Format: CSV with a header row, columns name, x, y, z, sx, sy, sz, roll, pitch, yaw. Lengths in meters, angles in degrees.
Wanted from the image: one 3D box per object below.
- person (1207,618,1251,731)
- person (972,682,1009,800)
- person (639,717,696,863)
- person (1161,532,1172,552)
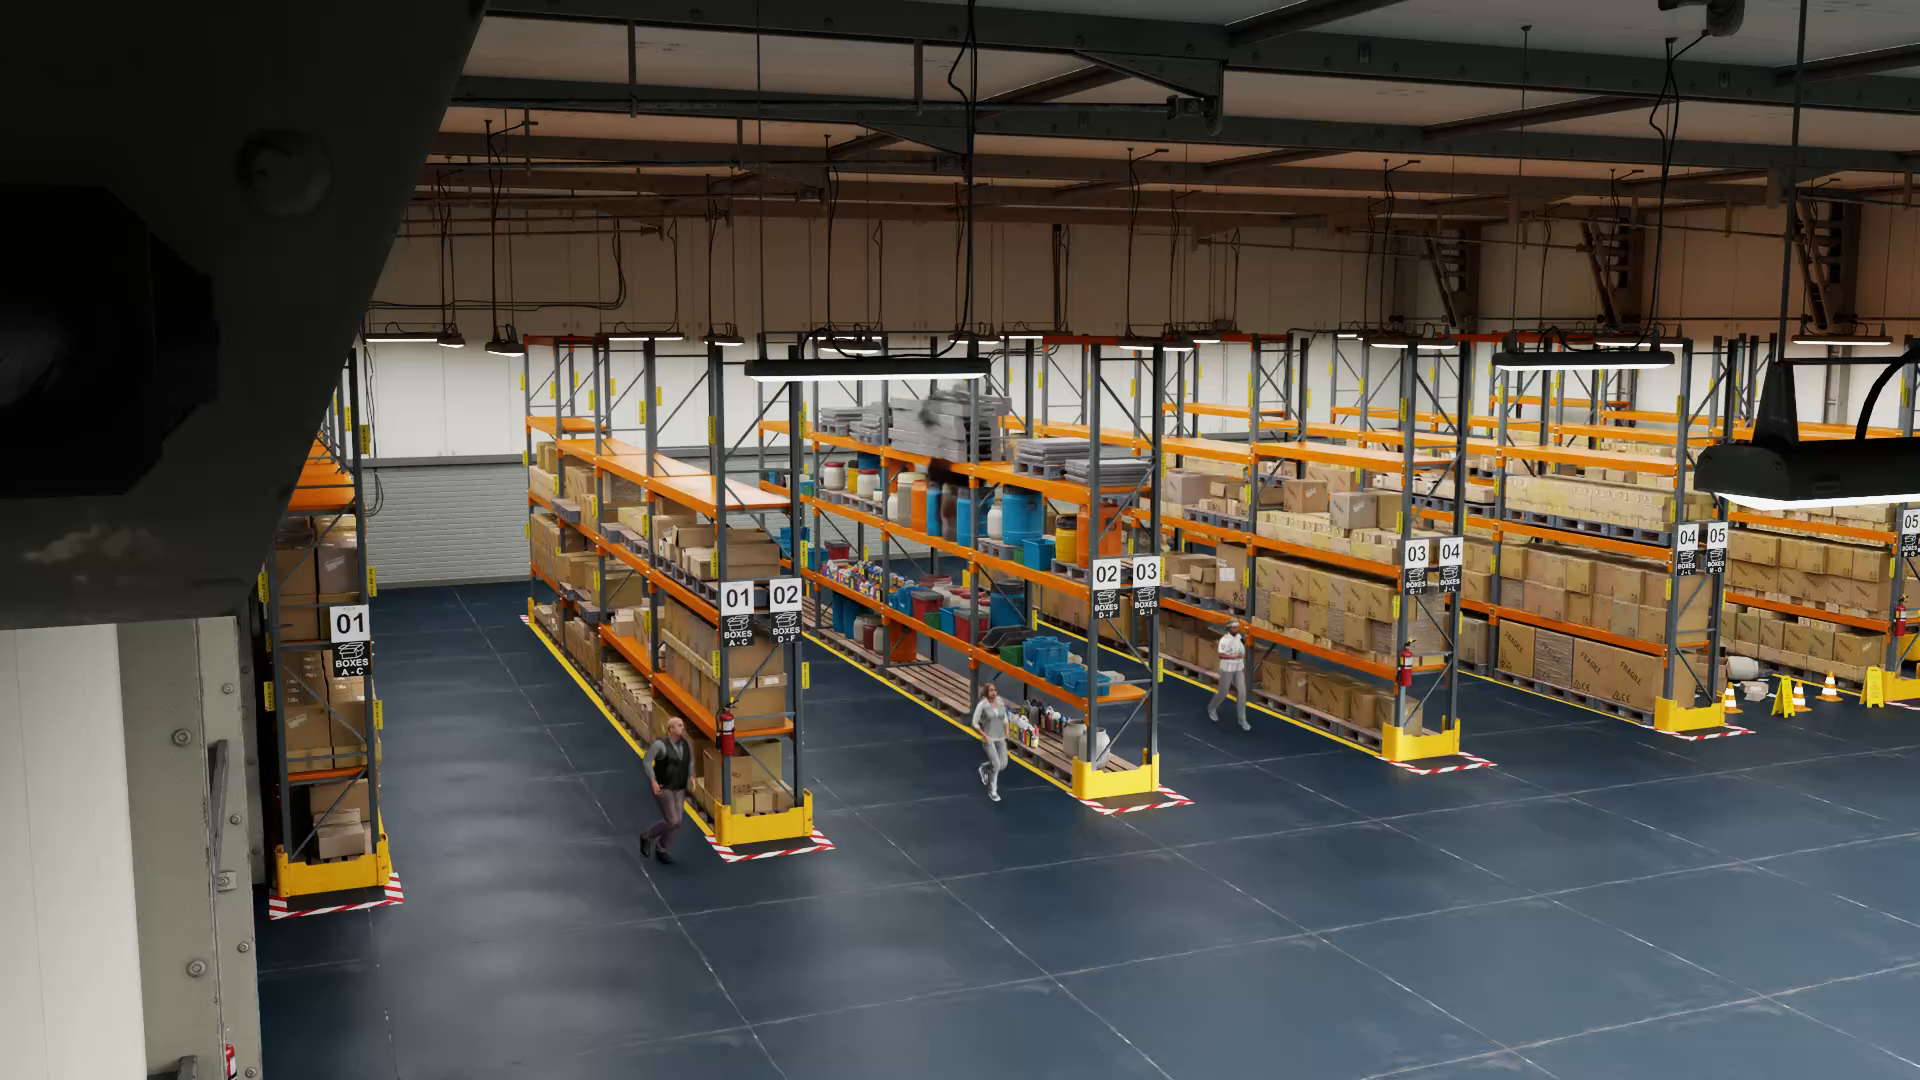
name,x,y,z,sx,sy,sz,roll,pitch,yaw
person,4.201,2.042,25.876,0.595,1.724,0.870,-5,9,-31
person,0.399,2.644,22.071,0.536,1.568,0.506,-4,9,-29
person,-3.390,2.918,19.555,0.547,1.666,0.715,6,9,36
person,4.476,0.629,36.946,0.597,1.630,0.560,-4,8,-27
